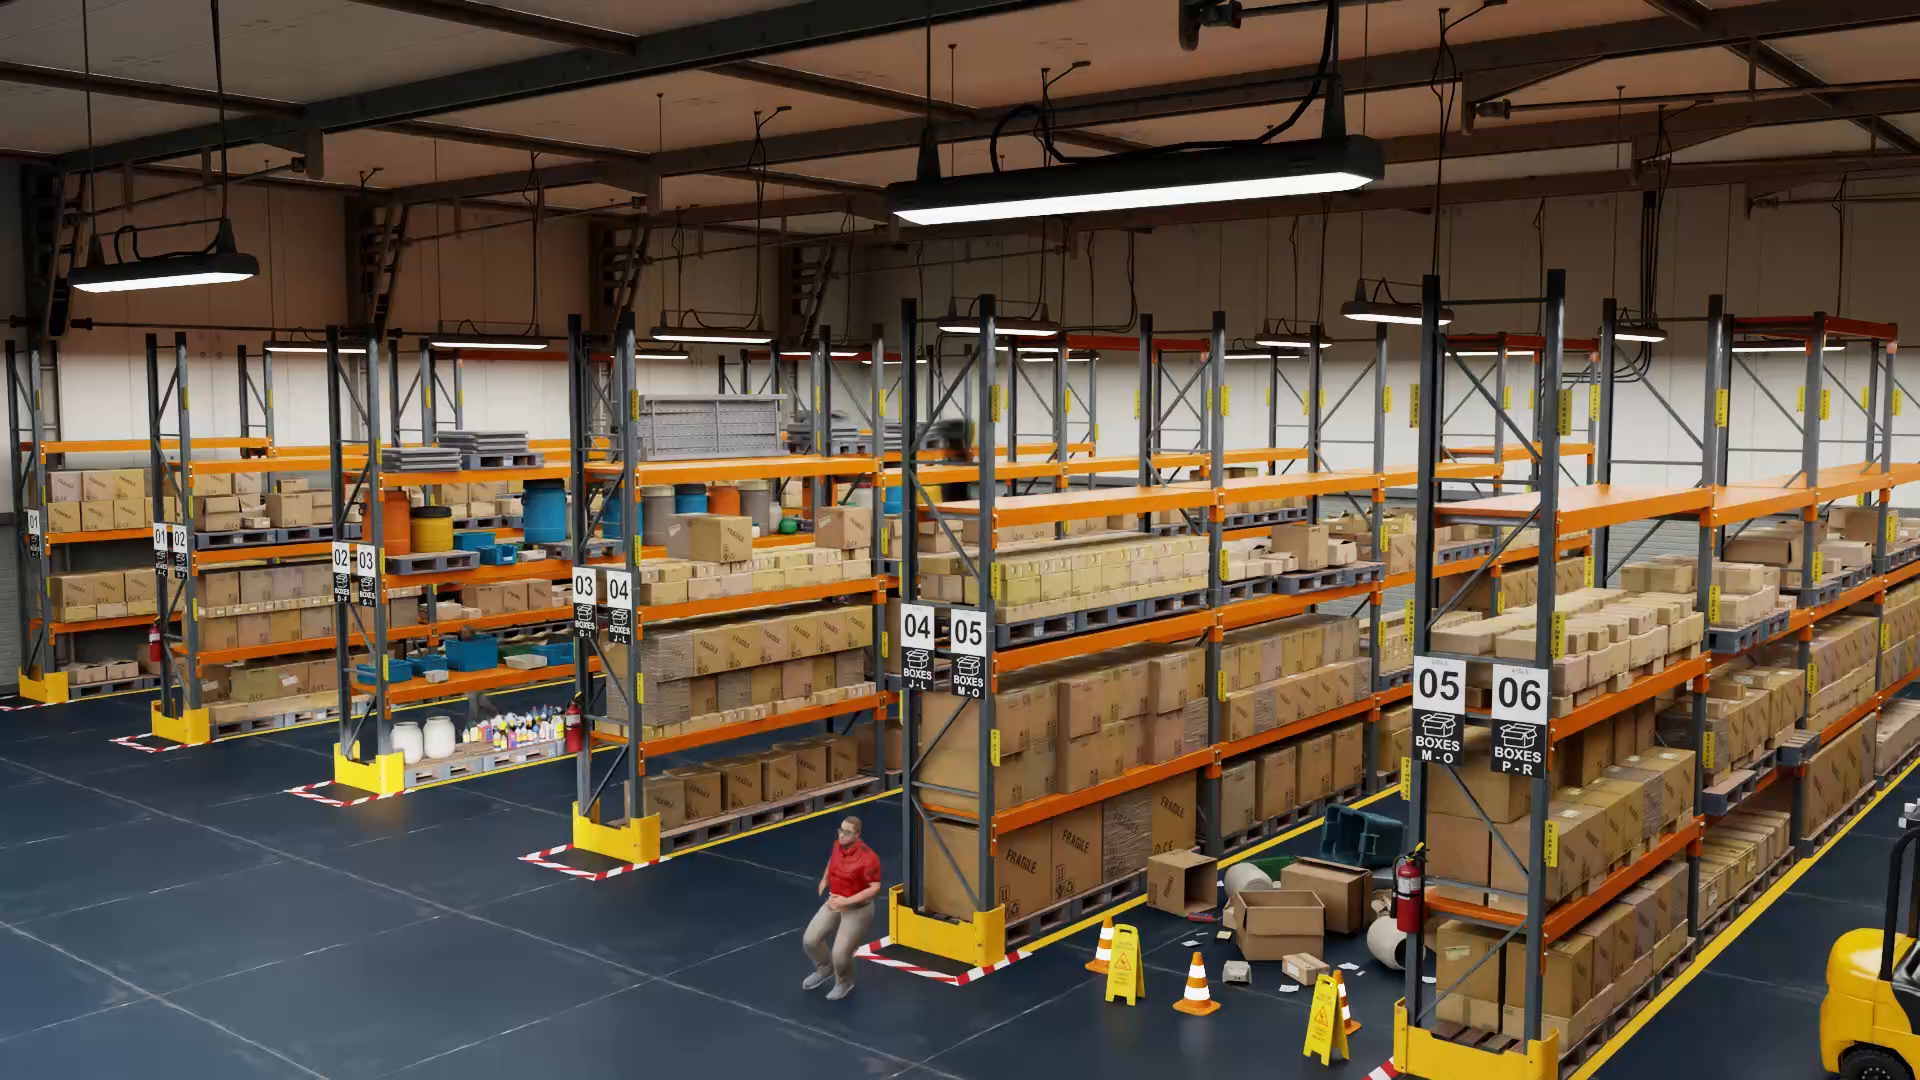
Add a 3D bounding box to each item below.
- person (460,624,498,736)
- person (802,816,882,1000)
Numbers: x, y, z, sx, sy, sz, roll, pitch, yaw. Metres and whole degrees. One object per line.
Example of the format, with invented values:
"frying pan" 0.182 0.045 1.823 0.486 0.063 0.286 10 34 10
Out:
"person" -7.334 2.083 25.238 0.584 1.643 0.964 2 6 25
"person" -1.018 3.121 13.993 0.852 1.652 0.678 3 6 31
